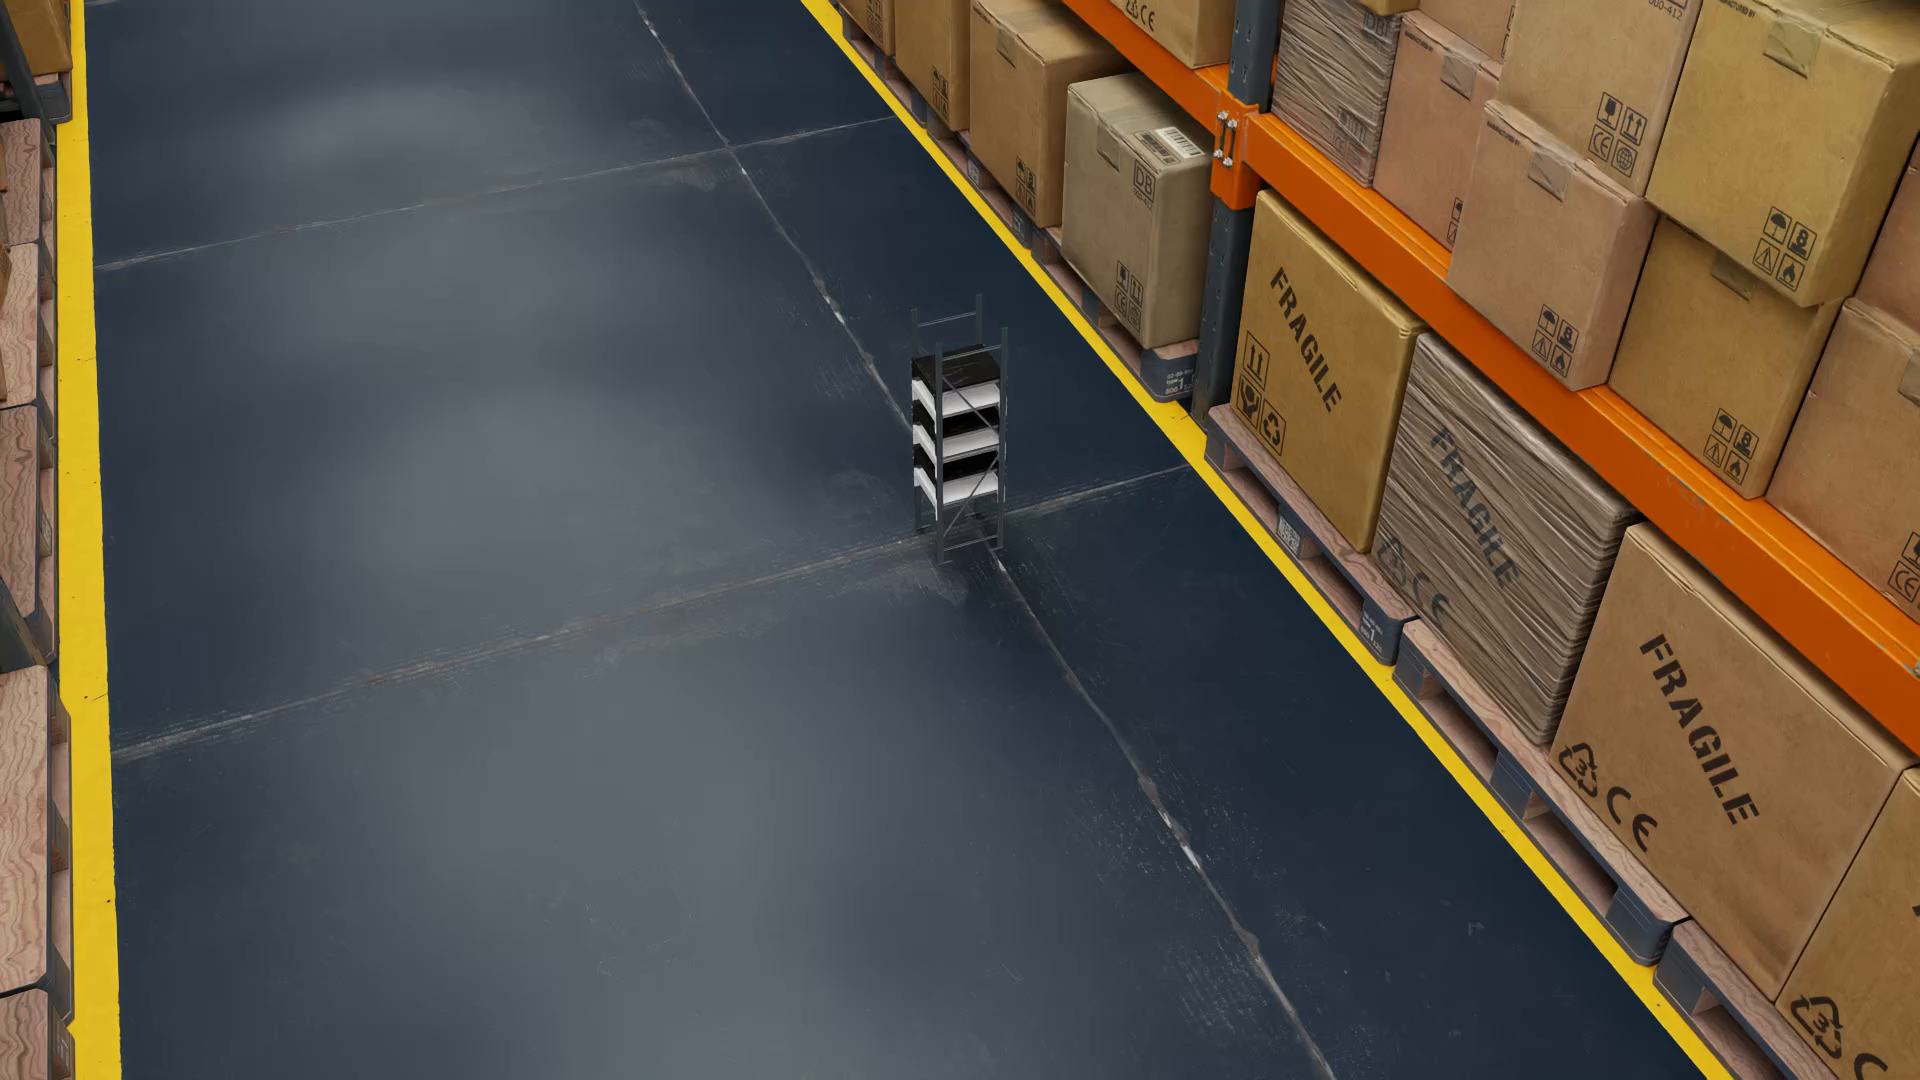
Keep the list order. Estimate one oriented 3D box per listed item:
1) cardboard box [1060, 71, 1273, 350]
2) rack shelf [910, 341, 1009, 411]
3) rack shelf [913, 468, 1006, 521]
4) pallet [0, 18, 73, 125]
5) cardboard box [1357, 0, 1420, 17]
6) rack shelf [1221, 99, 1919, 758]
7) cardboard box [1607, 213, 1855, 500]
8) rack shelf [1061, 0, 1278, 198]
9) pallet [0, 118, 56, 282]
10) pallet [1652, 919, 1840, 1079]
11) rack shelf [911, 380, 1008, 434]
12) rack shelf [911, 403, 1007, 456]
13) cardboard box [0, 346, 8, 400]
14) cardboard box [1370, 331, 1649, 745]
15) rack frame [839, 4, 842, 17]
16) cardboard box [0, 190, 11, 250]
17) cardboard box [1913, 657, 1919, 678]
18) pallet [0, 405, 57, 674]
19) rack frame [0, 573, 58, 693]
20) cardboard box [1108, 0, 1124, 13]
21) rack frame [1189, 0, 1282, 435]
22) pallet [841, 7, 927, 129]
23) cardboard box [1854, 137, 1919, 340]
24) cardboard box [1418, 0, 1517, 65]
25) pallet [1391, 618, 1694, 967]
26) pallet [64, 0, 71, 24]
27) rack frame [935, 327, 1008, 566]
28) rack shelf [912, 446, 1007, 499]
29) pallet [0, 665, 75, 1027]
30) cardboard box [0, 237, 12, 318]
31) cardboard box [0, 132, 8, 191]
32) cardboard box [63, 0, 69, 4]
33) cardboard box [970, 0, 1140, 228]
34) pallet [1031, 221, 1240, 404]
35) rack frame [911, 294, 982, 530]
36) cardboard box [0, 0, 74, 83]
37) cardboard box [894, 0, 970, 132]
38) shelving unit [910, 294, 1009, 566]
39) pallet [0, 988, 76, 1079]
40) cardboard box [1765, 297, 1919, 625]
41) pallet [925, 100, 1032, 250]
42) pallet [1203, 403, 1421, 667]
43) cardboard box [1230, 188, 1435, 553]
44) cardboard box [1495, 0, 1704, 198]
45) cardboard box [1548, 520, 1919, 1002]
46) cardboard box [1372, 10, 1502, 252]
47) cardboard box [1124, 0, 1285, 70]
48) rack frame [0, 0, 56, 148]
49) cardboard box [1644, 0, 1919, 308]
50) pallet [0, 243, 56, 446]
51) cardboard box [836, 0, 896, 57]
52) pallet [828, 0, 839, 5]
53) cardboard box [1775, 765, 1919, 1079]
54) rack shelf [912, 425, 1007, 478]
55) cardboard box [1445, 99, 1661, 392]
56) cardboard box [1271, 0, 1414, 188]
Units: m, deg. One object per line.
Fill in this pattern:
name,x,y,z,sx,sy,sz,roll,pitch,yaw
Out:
cardboard box,1.034,-1.350,6.423,1.050,0.750,0.750,-15,43,-17
rack shelf,-0.003,-0.526,5.308,0.258,0.077,0.200,-15,43,-17
rack shelf,-0.003,-0.184,5.601,0.258,0.077,0.200,-15,43,-17
pallet,-5.030,-2.362,8.335,1.003,0.211,1.213,-15,43,-17
cardboard box,1.464,-1.928,4.748,0.875,0.550,0.550,-15,43,-17
rack shelf,2.119,-0.215,4.251,1.077,0.370,4.000,-15,43,-17
cardboard box,2.131,-0.555,3.980,0.875,0.550,0.500,-15,43,-17
rack shelf,0.589,-2.624,7.053,1.077,0.370,4.000,-15,43,-17
pallet,-4.500,-1.397,7.213,1.003,0.211,1.213,-15,43,-17
pallet,2.506,1.313,4.062,1.003,0.211,1.213,-15,43,-17
rack shelf,-0.003,-0.457,5.367,0.258,0.077,0.200,-15,43,-17
rack shelf,-0.003,-0.389,5.425,0.258,0.077,0.200,-15,43,-17
cardboard box,-3.862,-0.739,5.888,0.700,0.500,0.500,-19,44,-20
cardboard box,1.879,-0.107,4.882,0.875,0.875,0.875,-15,43,-17
rack frame,-0.176,-4.102,8.219,1.000,3.000,0.127,-15,43,-17
cardboard box,-4.299,-1.415,6.674,0.700,0.500,0.500,-19,44,-20
cardboard box,2.470,0.122,3.192,0.875,0.550,0.550,-15,43,-17
pallet,-3.566,0.073,5.503,1.003,0.211,1.213,-15,43,-17
rack frame,-3.267,-0.516,4.049,1.000,3.000,0.127,-15,43,-17
cardboard box,0.714,-2.282,6.027,0.500,0.500,0.500,-16,43,-17
rack frame,1.354,-1.692,5.417,1.000,3.000,0.127,-15,43,-17
pallet,0.056,-2.551,8.554,1.003,0.211,1.213,-15,43,-17
cardboard box,2.394,-0.662,3.276,0.875,0.550,0.550,-15,43,-17
cardboard box,1.781,-1.625,4.396,0.875,0.550,0.550,-15,43,-17
pallet,2.044,0.579,4.915,1.003,0.211,1.213,-15,43,-17
pallet,-5.492,-3.096,9.188,1.003,0.211,1.213,-15,43,-17
rack frame,0.036,-0.285,5.391,0.240,0.900,0.006,-15,43,-17
rack shelf,-0.003,-0.253,5.543,0.258,0.077,0.200,-15,43,-17
pallet,-2.977,0.937,4.498,1.003,0.211,1.213,-15,43,-17
cardboard box,-4.075,-1.075,6.279,0.700,0.500,0.500,-12,42,-13
cardboard box,-4.523,-1.746,7.059,0.700,0.500,0.500,-17,44,-19
cardboard box,-5.376,-3.239,8.523,1.225,0.875,0.875,-15,43,-17
cardboard box,0.668,-1.932,7.099,1.050,0.750,0.750,-15,43,-17
pallet,0.989,-1.081,6.845,1.003,0.211,1.213,-15,43,-17
rack frame,-0.042,-0.407,5.534,0.240,0.900,0.006,-15,43,-17
cardboard box,-5.042,-2.700,7.897,1.225,0.875,0.875,-17,44,-19
cardboard box,0.311,-2.493,7.752,1.050,0.750,0.750,-14,43,-16
shelving unit,-0.003,-0.346,5.462,0.258,0.900,0.210,-15,43,-17
pallet,-2.507,1.673,3.642,1.003,0.211,1.213,-15,43,-17
cardboard box,2.372,-0.246,3.621,0.875,0.550,0.550,-15,43,-17
pallet,0.519,-1.817,7.701,1.003,0.211,1.213,-15,43,-17
pallet,1.573,-0.157,5.771,1.003,0.211,1.213,-15,43,-17
cardboard box,1.530,-0.650,5.512,0.875,0.875,0.875,-14,43,-16
cardboard box,1.861,-1.266,3.978,0.875,0.550,0.550,-15,43,-17
cardboard box,2.226,0.442,4.243,0.875,0.875,0.875,-16,43,-18
cardboard box,1.738,-1.204,4.735,0.875,0.550,0.550,-15,43,-17
cardboard box,0.908,-1.978,5.673,0.500,0.500,0.500,-15,43,-17
rack frame,-4.797,-2.925,6.851,1.000,3.000,0.127,-15,43,-17
cardboard box,2.071,-0.949,3.609,0.875,0.550,0.500,-15,43,-17
pallet,-4.037,-0.663,6.359,1.003,0.211,1.213,-15,43,-17
cardboard box,-0.026,-3.019,8.363,1.050,0.750,0.750,-16,43,-17
pallet,-0.474,-3.516,9.676,1.003,0.211,1.213,-15,43,-17
cardboard box,2.564,0.972,3.627,0.875,0.875,0.875,-15,43,-17
rack shelf,-0.003,-0.321,5.484,0.258,0.077,0.200,-15,43,-17
cardboard box,1.836,-0.850,4.322,0.875,0.550,0.550,-15,43,-17
cardboard box,1.506,-1.530,5.113,0.875,0.550,0.550,-15,43,-17
